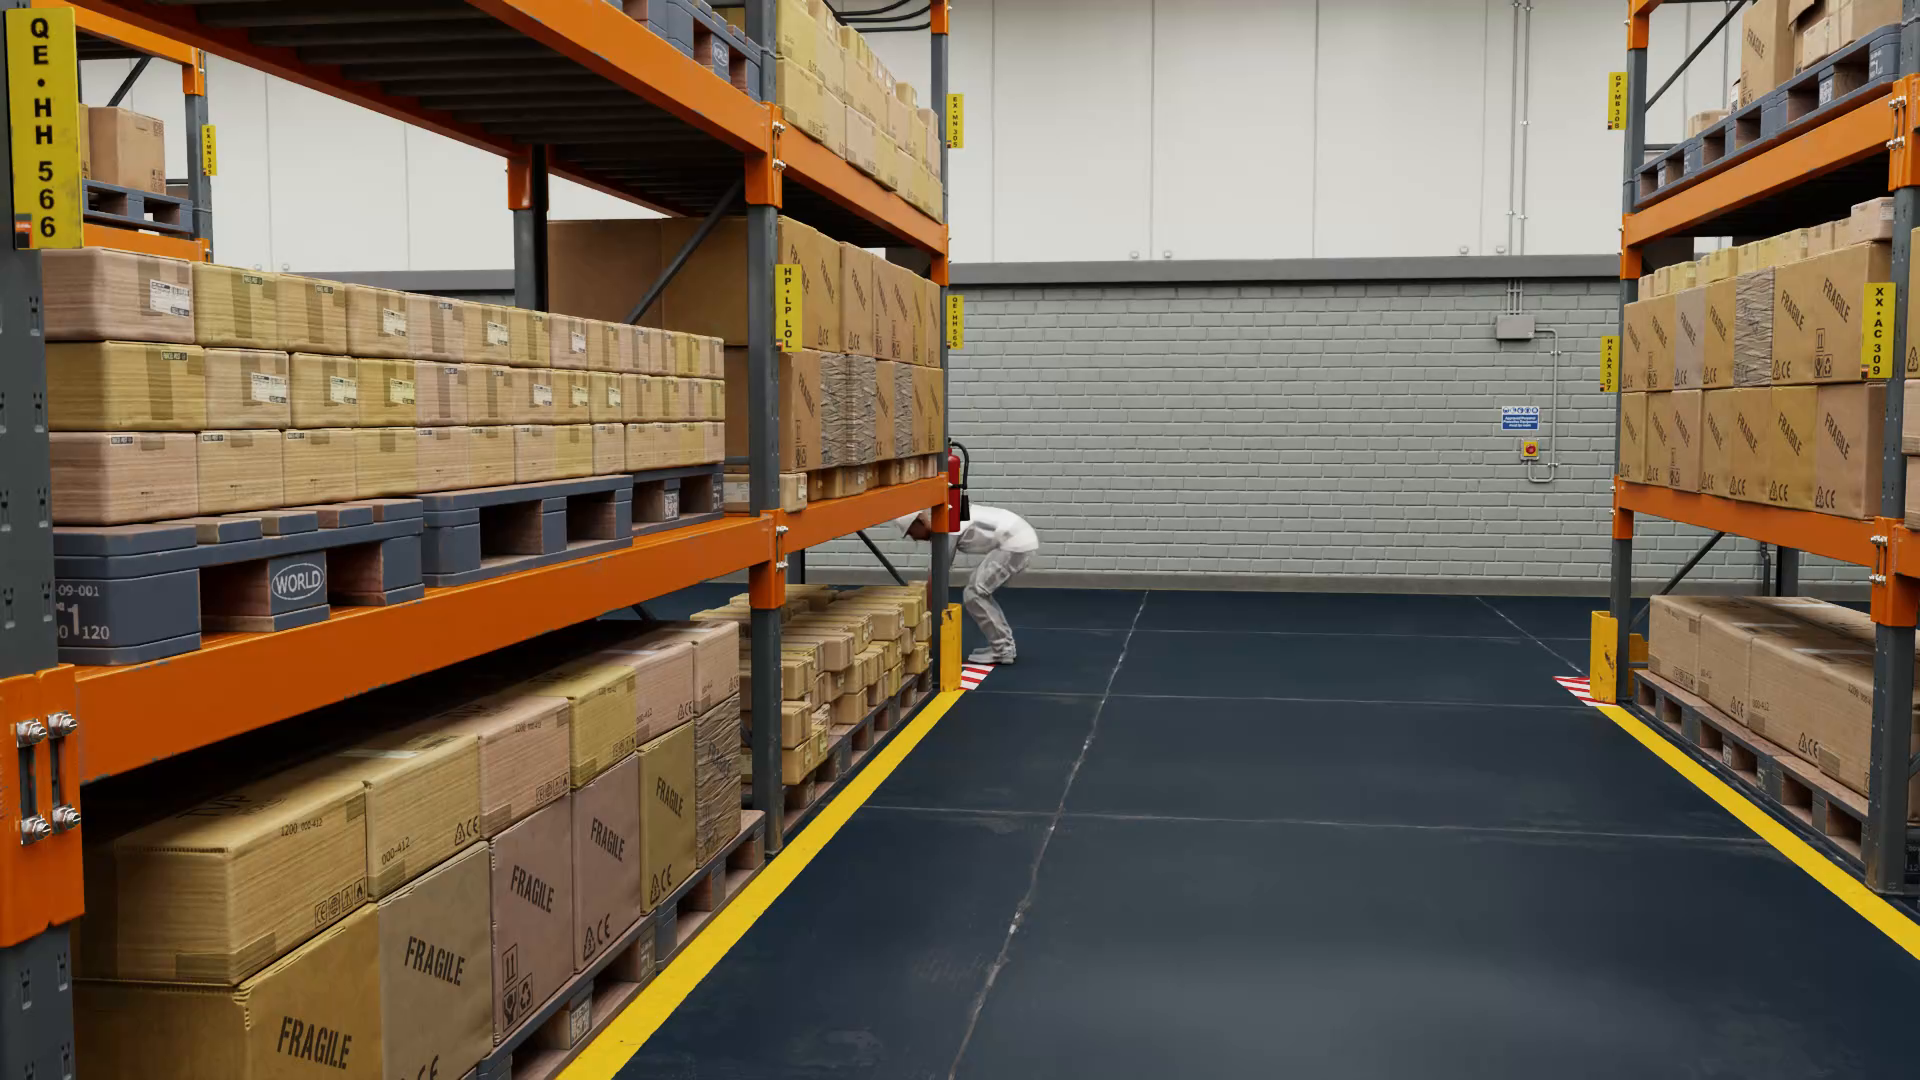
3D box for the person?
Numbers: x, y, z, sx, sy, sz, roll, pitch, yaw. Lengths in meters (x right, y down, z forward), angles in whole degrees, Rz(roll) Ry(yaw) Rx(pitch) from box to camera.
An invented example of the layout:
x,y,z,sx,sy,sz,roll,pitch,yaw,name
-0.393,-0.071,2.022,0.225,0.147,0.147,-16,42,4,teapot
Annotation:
x,y,z,sx,sy,sz,roll,pitch,yaw,name
0.049,0.285,11.307,0.978,1.081,0.534,0,4,4,person
